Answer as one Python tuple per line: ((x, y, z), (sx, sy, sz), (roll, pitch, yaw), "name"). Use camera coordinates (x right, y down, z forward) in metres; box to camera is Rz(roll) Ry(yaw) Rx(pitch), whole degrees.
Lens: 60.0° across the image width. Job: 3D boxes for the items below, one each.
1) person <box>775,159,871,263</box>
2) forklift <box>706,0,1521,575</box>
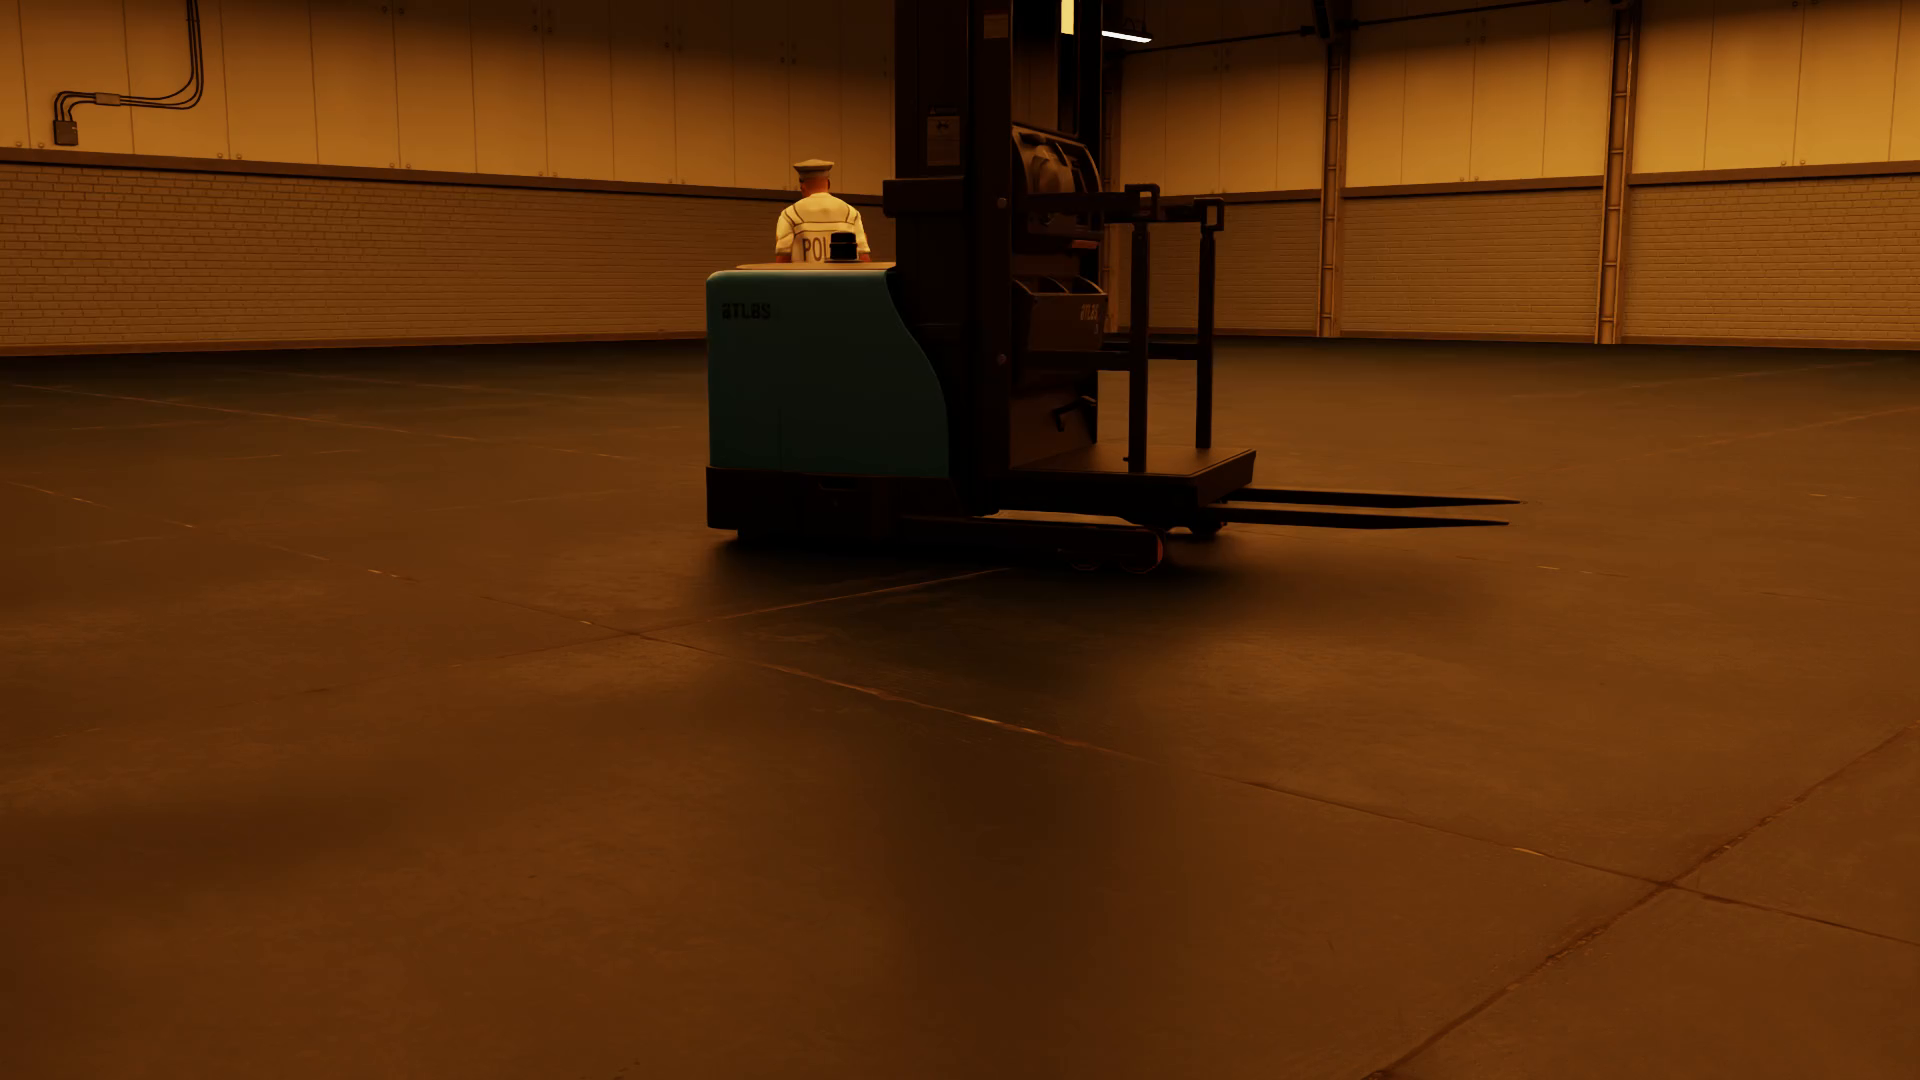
((-0.793, -1.334, 9.701), (0.600, 1.747, 0.443), (-2, 9, -16), "person")
((0.565, -1.416, 6.275), (3.031, 2.935, 1.130), (3, 9, 22), "forklift")
